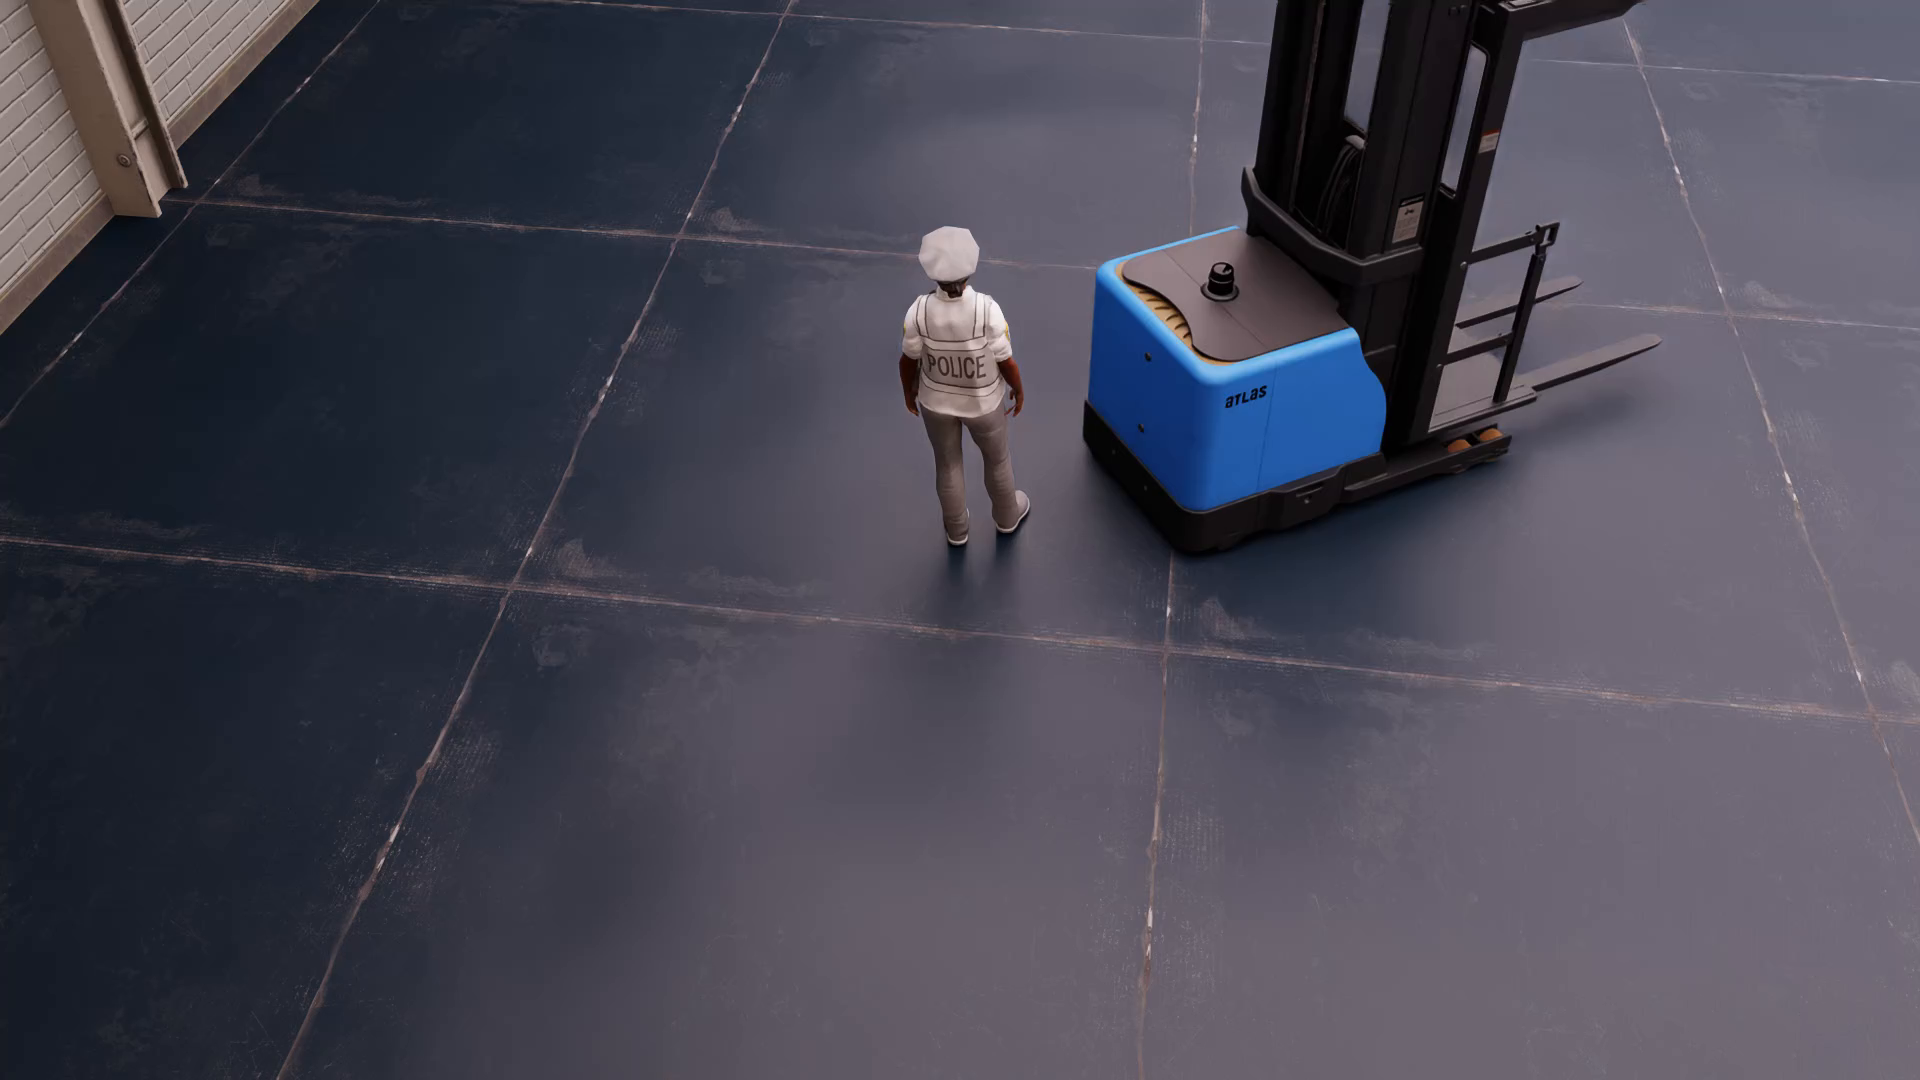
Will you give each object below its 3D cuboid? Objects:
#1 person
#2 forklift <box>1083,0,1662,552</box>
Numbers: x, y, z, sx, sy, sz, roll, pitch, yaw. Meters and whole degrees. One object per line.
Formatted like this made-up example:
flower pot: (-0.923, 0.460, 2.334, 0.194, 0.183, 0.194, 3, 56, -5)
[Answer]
person: (0.030, -0.678, 7.365, 0.569, 1.694, 0.529, 5, 43, 6)
forklift: (2.172, -1.715, 7.591, 3.031, 2.935, 1.130, -18, 46, -19)
